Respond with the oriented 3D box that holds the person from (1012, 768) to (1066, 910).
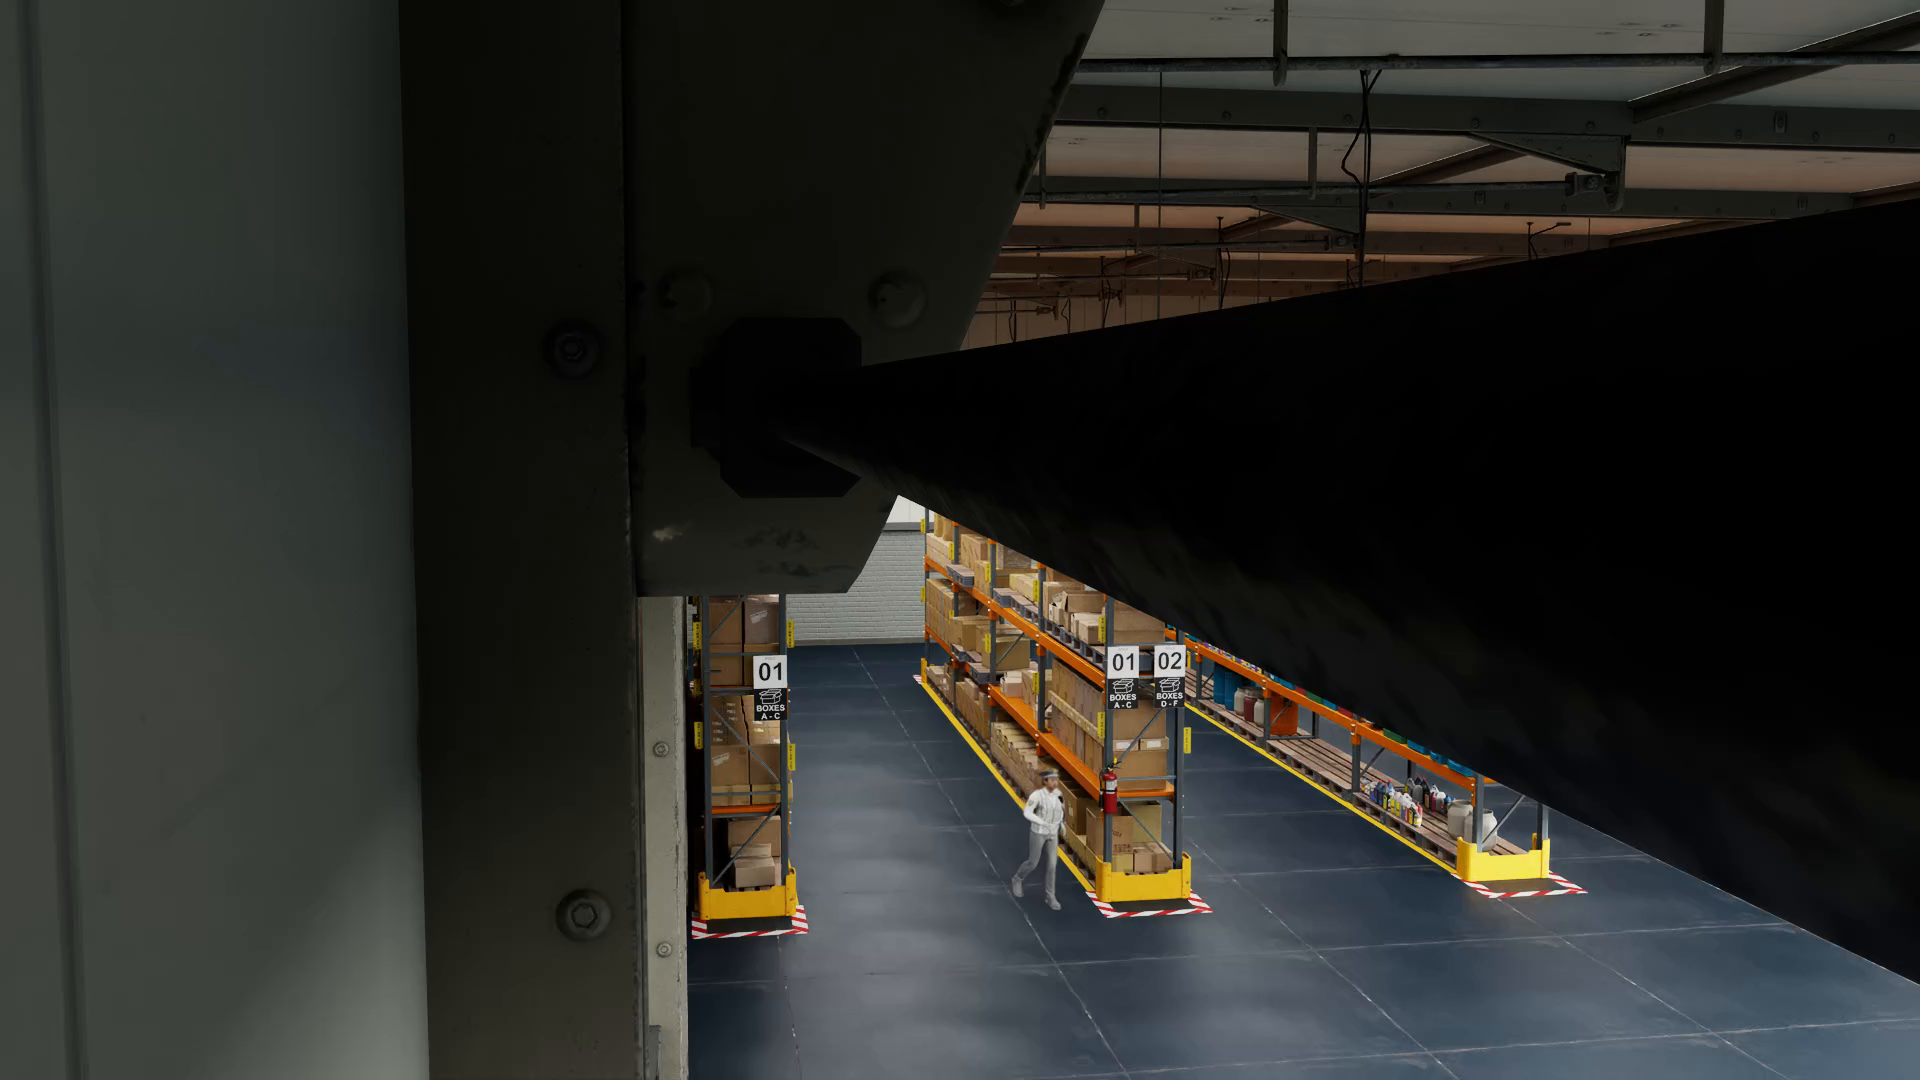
[{"bbox_3d":[1.082,3.656,20.664,0.655,1.684,0.861,-3,6,-28],"label":"person"}]
